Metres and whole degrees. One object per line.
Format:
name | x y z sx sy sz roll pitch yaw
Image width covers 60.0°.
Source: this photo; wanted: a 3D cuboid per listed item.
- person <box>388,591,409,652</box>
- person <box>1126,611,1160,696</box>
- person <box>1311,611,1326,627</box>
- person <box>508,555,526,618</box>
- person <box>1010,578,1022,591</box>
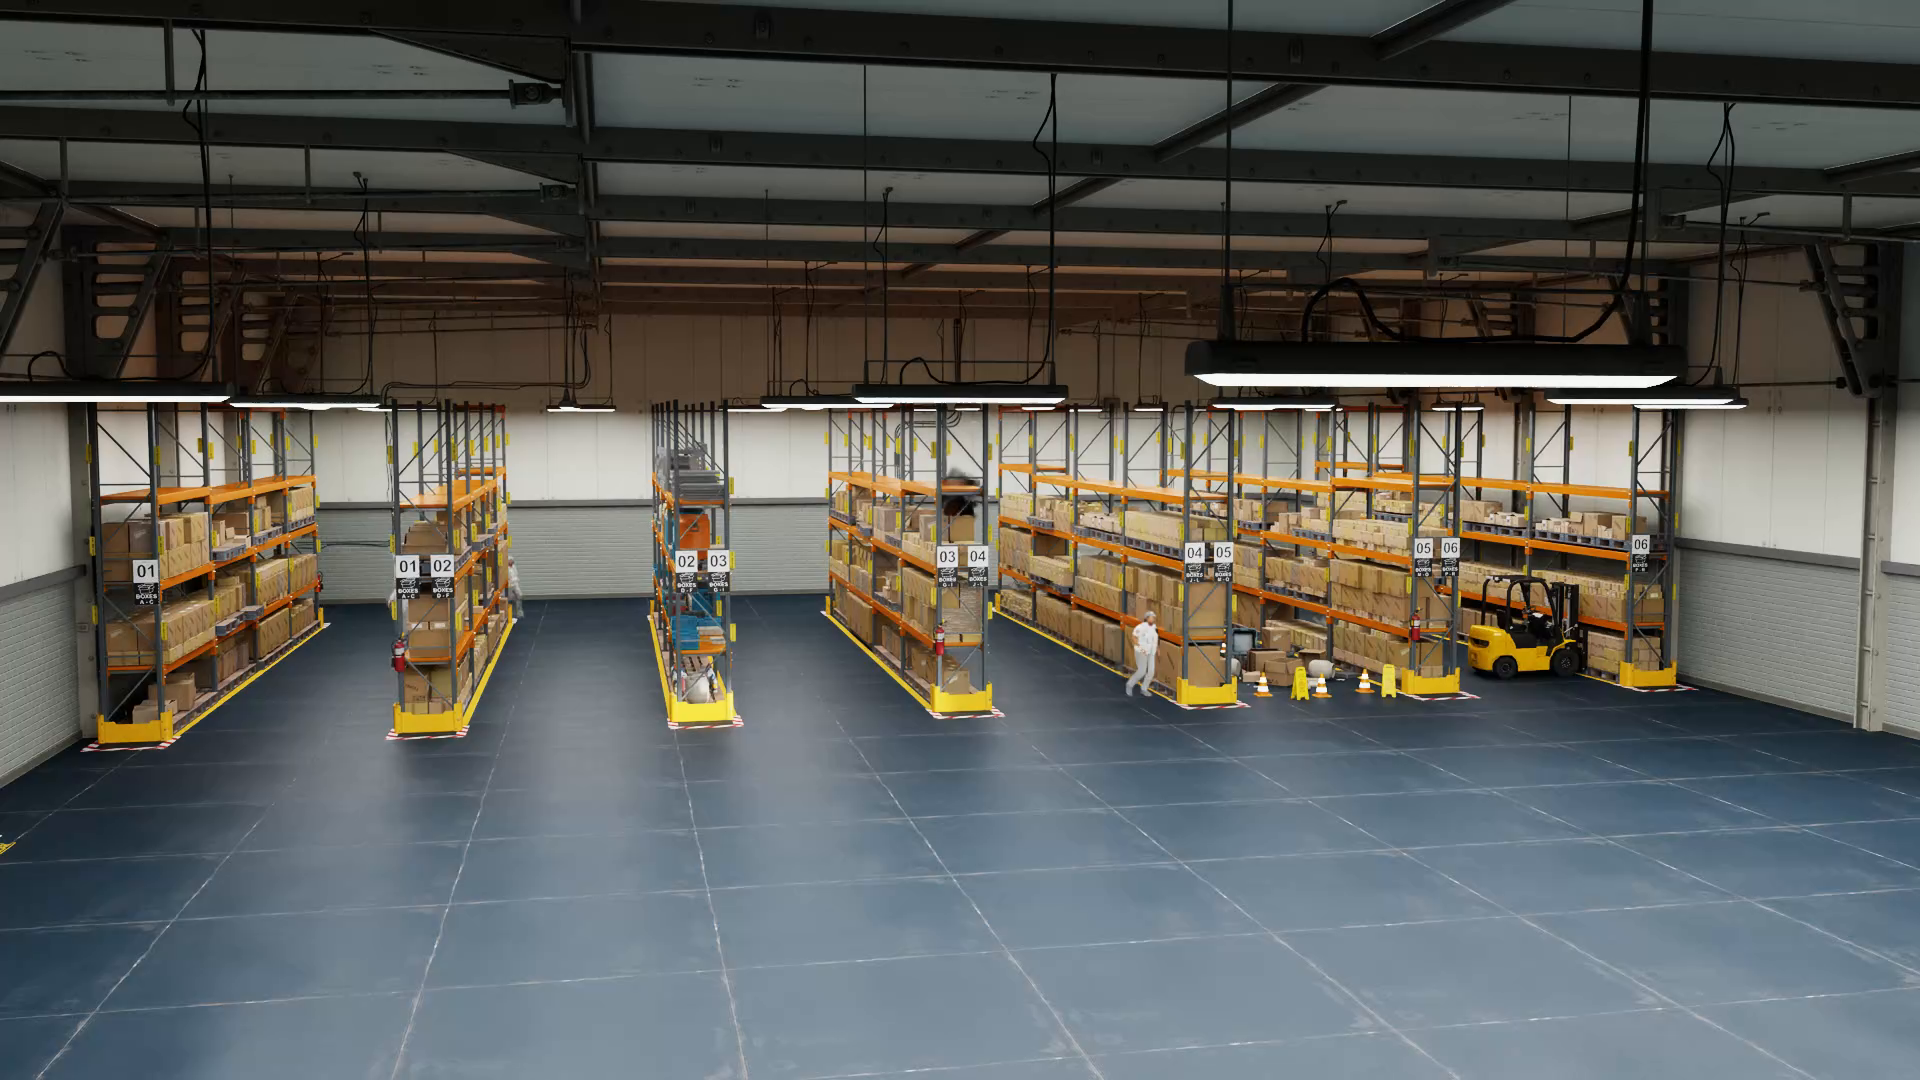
person | -13.500 1.822 40.283 0.677 1.749 0.926 -1 4 -12
person | 3.638 2.215 32.426 0.648 1.662 0.611 -3 5 -35
person | 9.288 1.653 42.885 0.618 1.663 0.597 -1 4 -16
person | -12.697 1.334 46.828 0.794 1.834 0.697 1 4 14
person | 1.784 1.081 50.323 0.581 1.731 0.667 -3 5 -32
